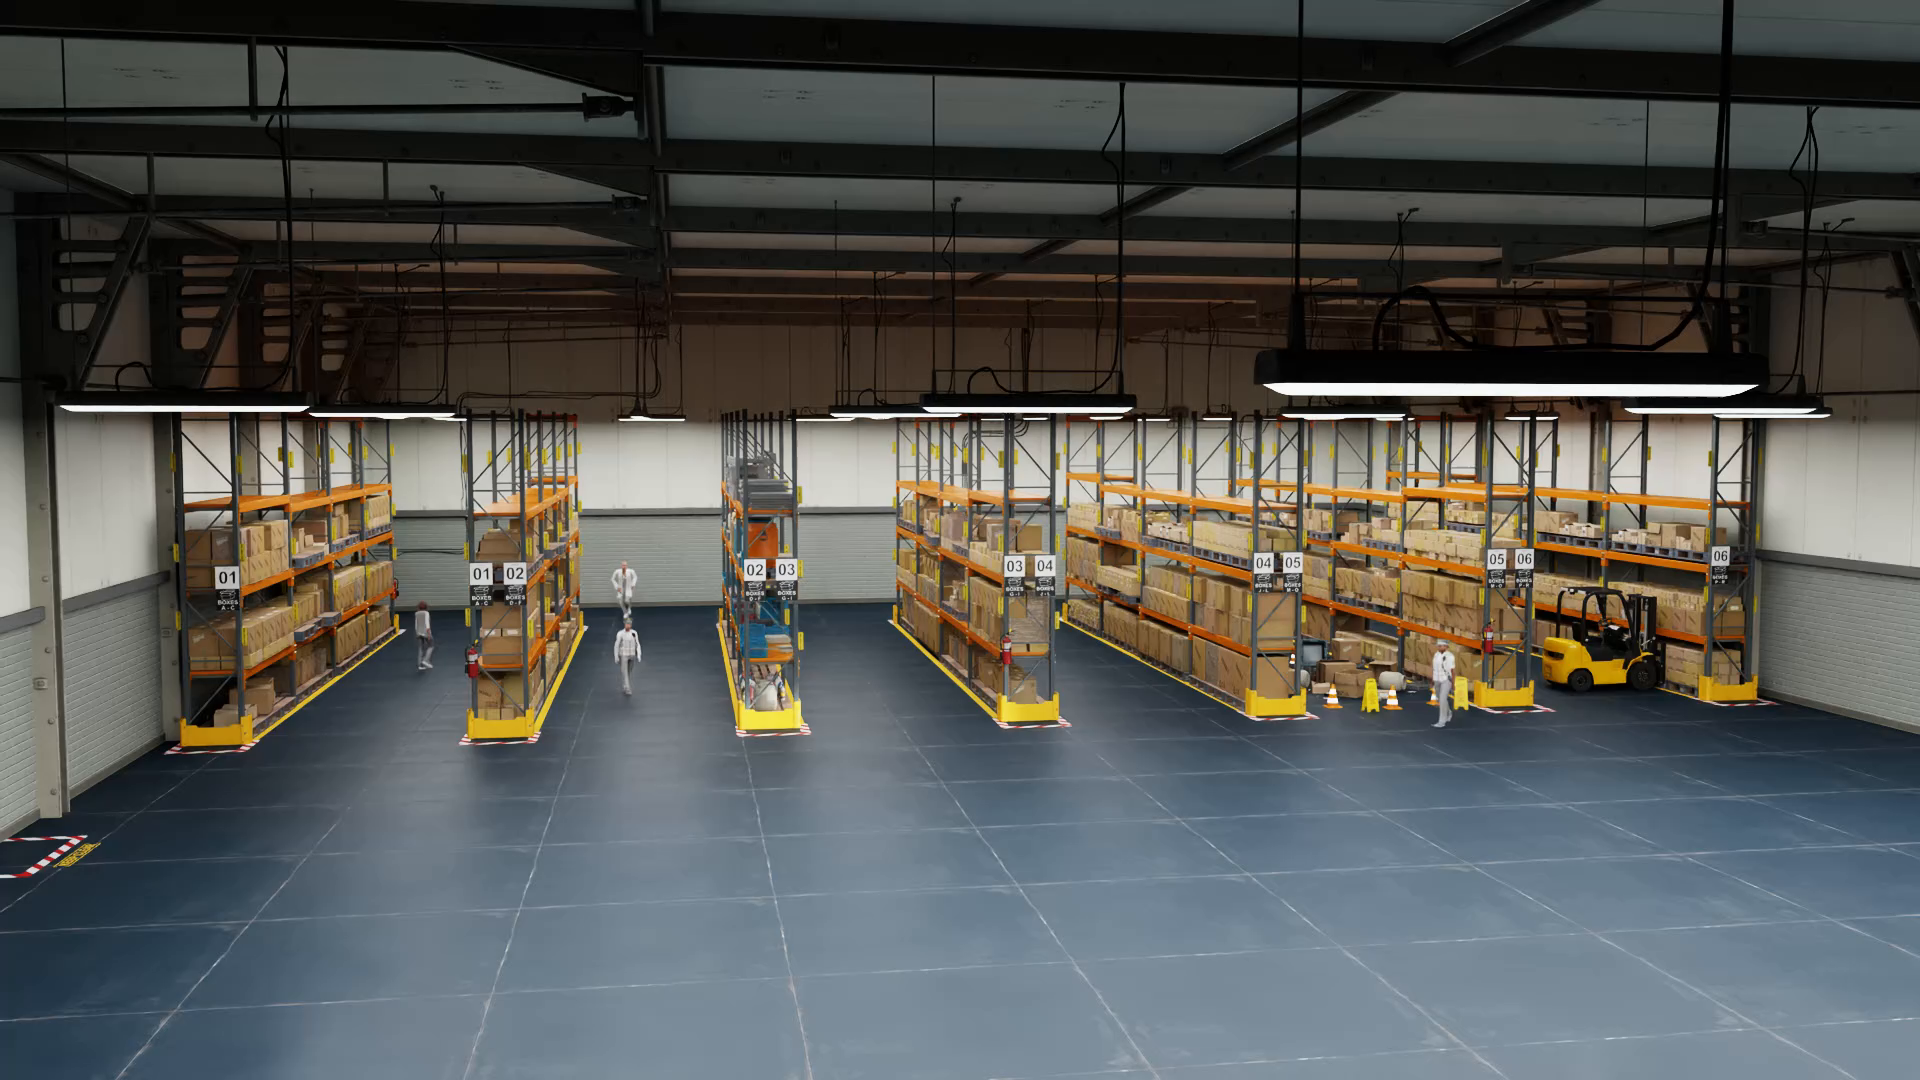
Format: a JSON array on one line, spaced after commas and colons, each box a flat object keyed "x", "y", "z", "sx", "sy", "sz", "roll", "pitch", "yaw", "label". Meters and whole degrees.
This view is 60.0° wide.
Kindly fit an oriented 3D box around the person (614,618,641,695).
[{"x": -6.993, "y": 2.441, "z": 35.014, "sx": 0.475, "sy": 1.627, "sz": 1.020, "roll": -3, "pitch": 5, "yaw": -37, "label": "person"}]

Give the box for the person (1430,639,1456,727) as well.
[{"x": 9.191, "y": 2.684, "z": 31.573, "sx": 0.790, "sy": 1.651, "sz": 0.428, "roll": -3, "pitch": 5, "yaw": -34, "label": "person"}]

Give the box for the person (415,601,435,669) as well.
[{"x": -12.511, "y": 2.213, "z": 38.744, "sx": 0.442, "sy": 1.586, "sz": 0.444, "roll": 1, "pitch": 4, "yaw": 11, "label": "person"}]

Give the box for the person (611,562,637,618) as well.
[{"x": -9.915, "y": 1.467, "z": 49.123, "sx": 0.700, "sy": 1.683, "sz": 0.659, "roll": 0, "pitch": 4, "yaw": -1, "label": "person"}]
